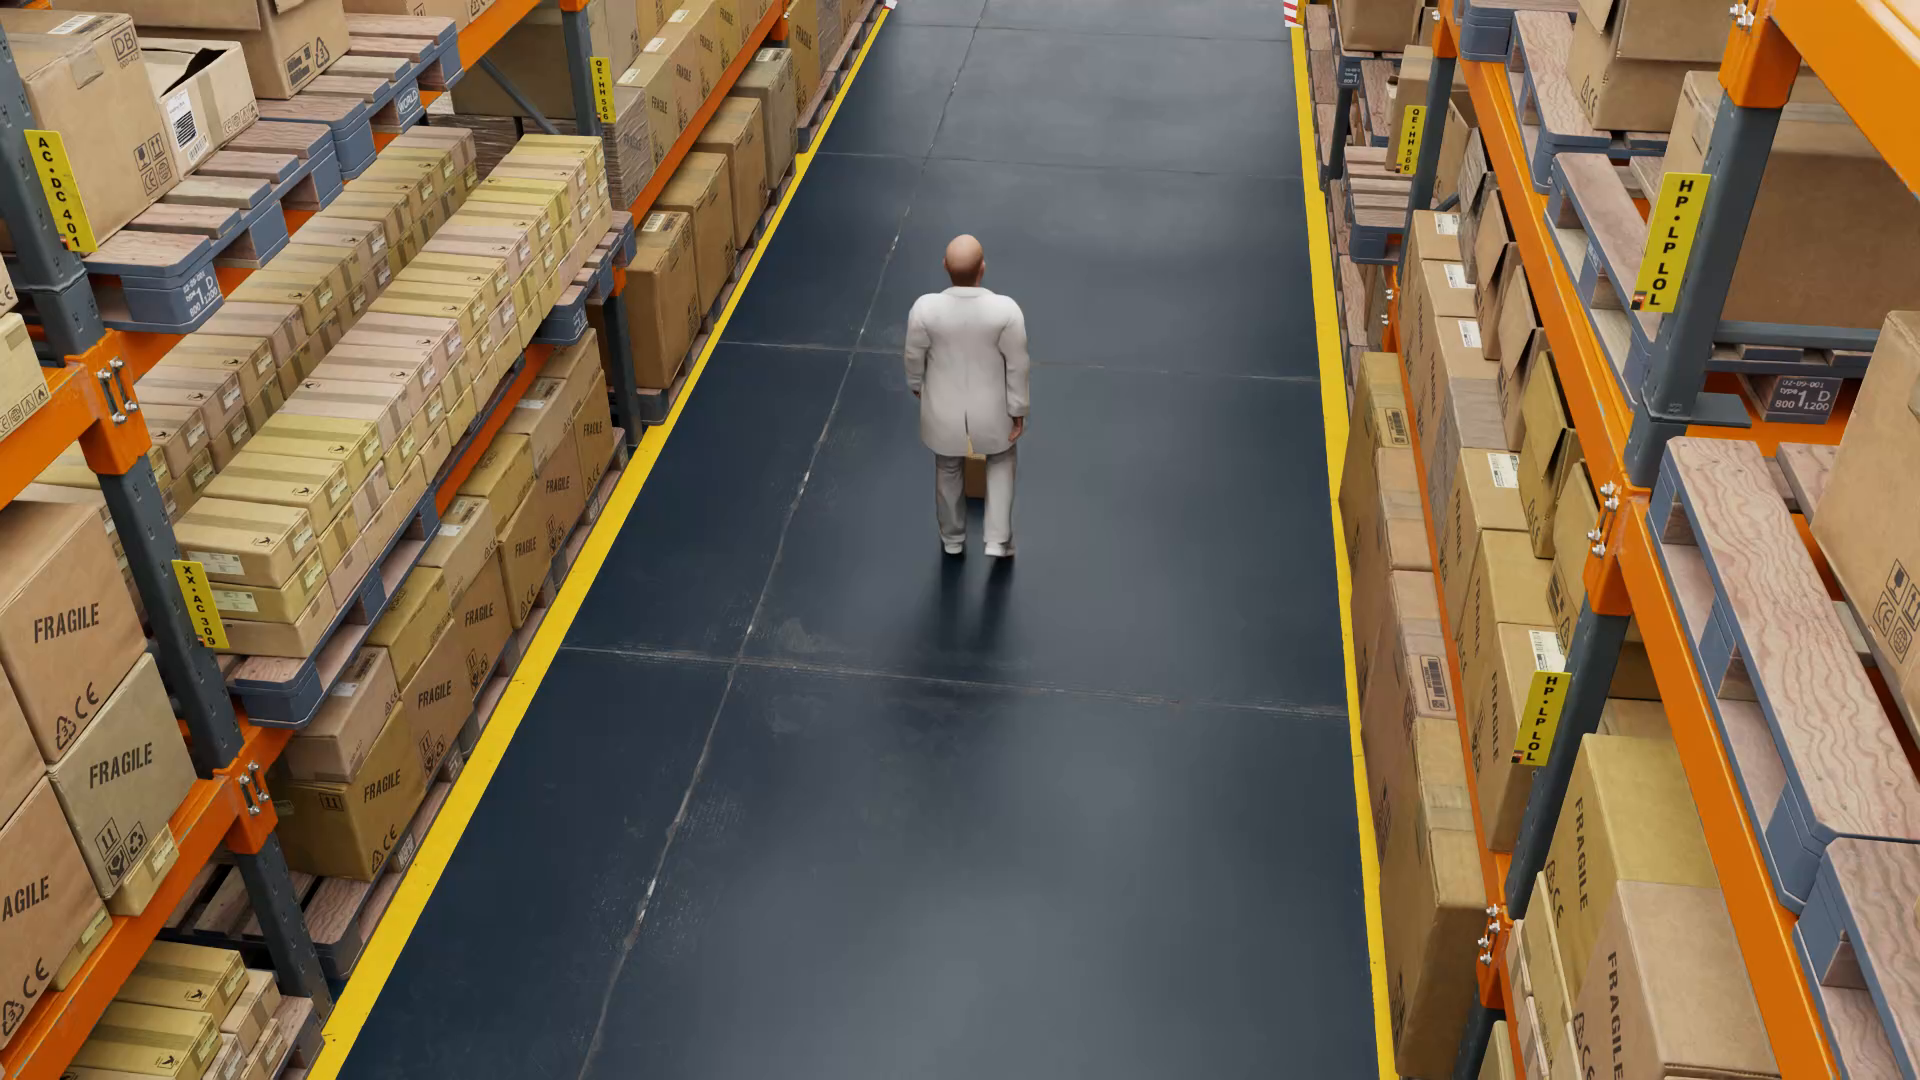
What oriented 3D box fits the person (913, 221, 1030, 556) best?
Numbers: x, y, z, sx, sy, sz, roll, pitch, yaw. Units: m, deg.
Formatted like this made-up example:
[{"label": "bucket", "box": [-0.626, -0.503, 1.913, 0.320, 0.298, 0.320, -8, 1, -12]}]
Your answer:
[{"label": "person", "box": [0.060, -0.743, 8.080, 0.571, 1.786, 0.410, 5, 36, 7]}]
